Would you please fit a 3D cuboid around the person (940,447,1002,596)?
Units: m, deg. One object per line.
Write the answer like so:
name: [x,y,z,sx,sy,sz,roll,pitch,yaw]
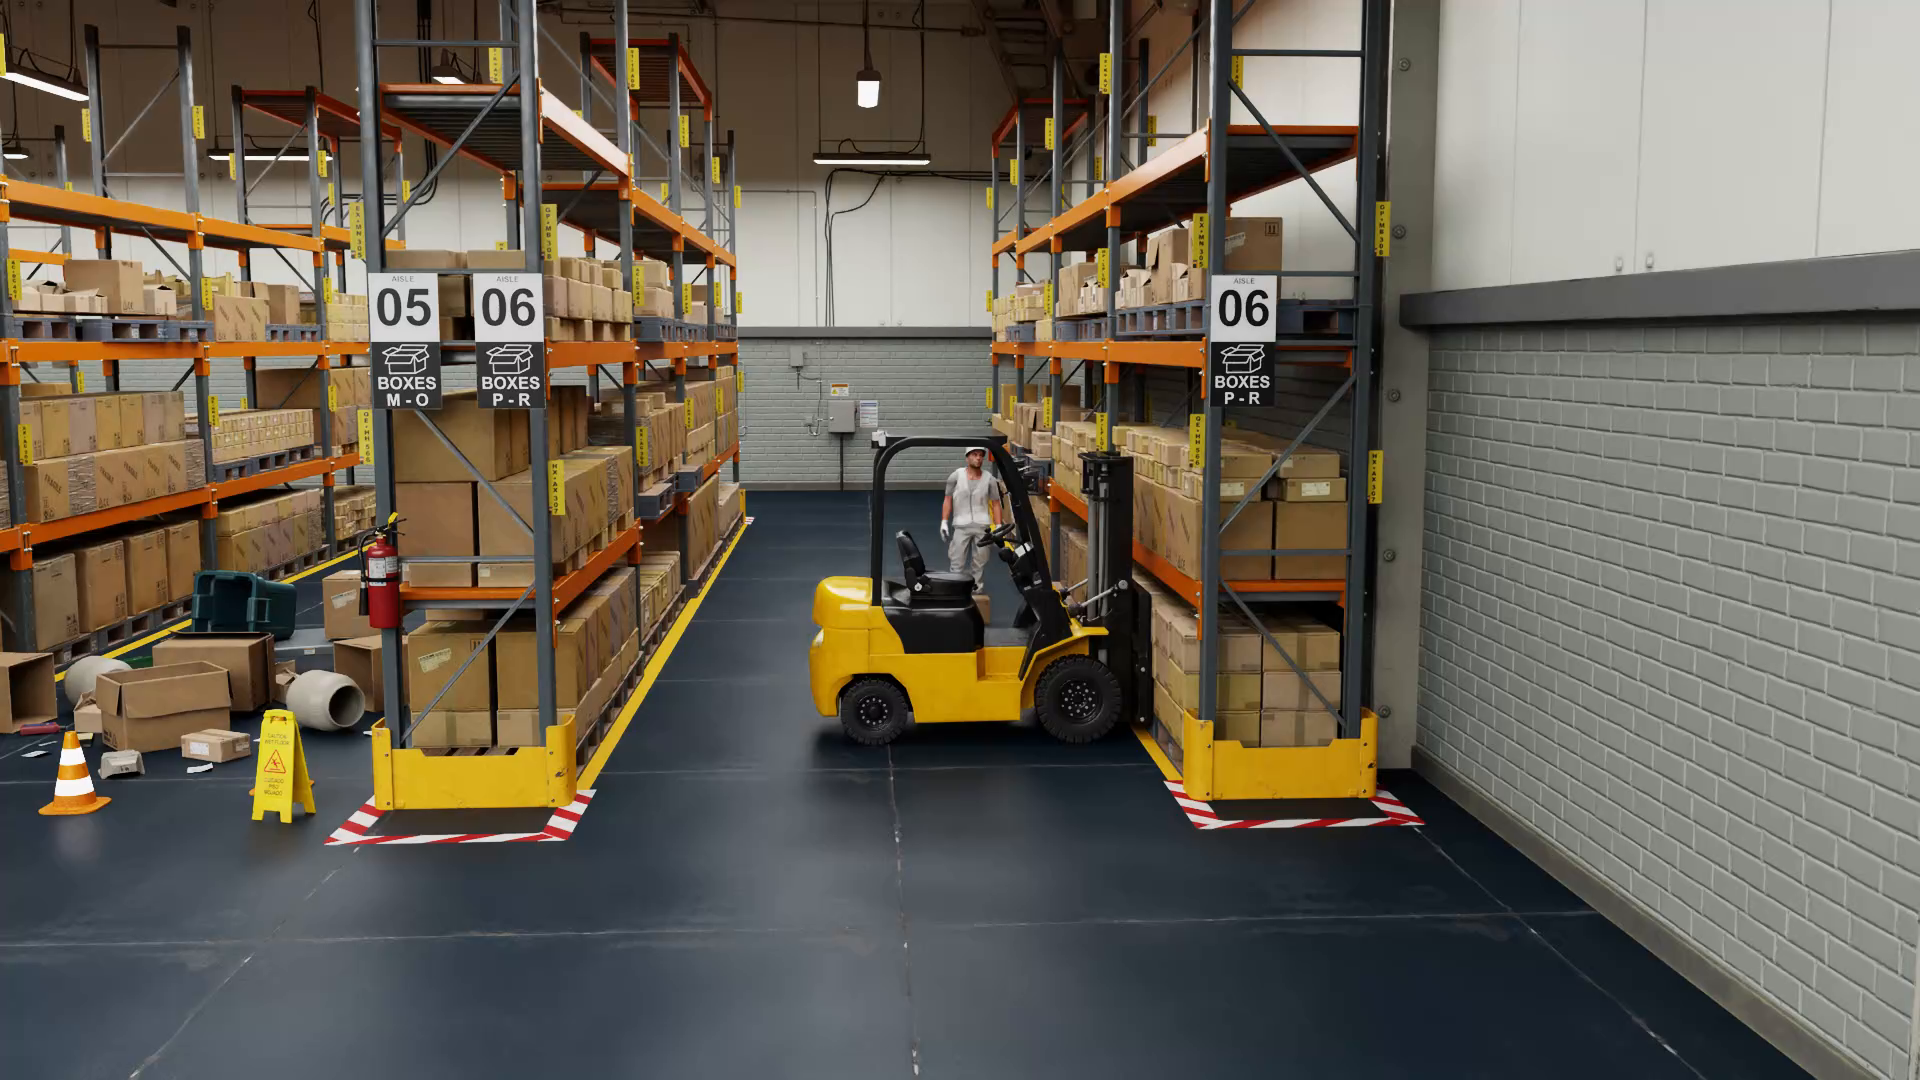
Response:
person: [0.119,-0.093,16.840,0.637,1.787,0.563,0,7,-4]
